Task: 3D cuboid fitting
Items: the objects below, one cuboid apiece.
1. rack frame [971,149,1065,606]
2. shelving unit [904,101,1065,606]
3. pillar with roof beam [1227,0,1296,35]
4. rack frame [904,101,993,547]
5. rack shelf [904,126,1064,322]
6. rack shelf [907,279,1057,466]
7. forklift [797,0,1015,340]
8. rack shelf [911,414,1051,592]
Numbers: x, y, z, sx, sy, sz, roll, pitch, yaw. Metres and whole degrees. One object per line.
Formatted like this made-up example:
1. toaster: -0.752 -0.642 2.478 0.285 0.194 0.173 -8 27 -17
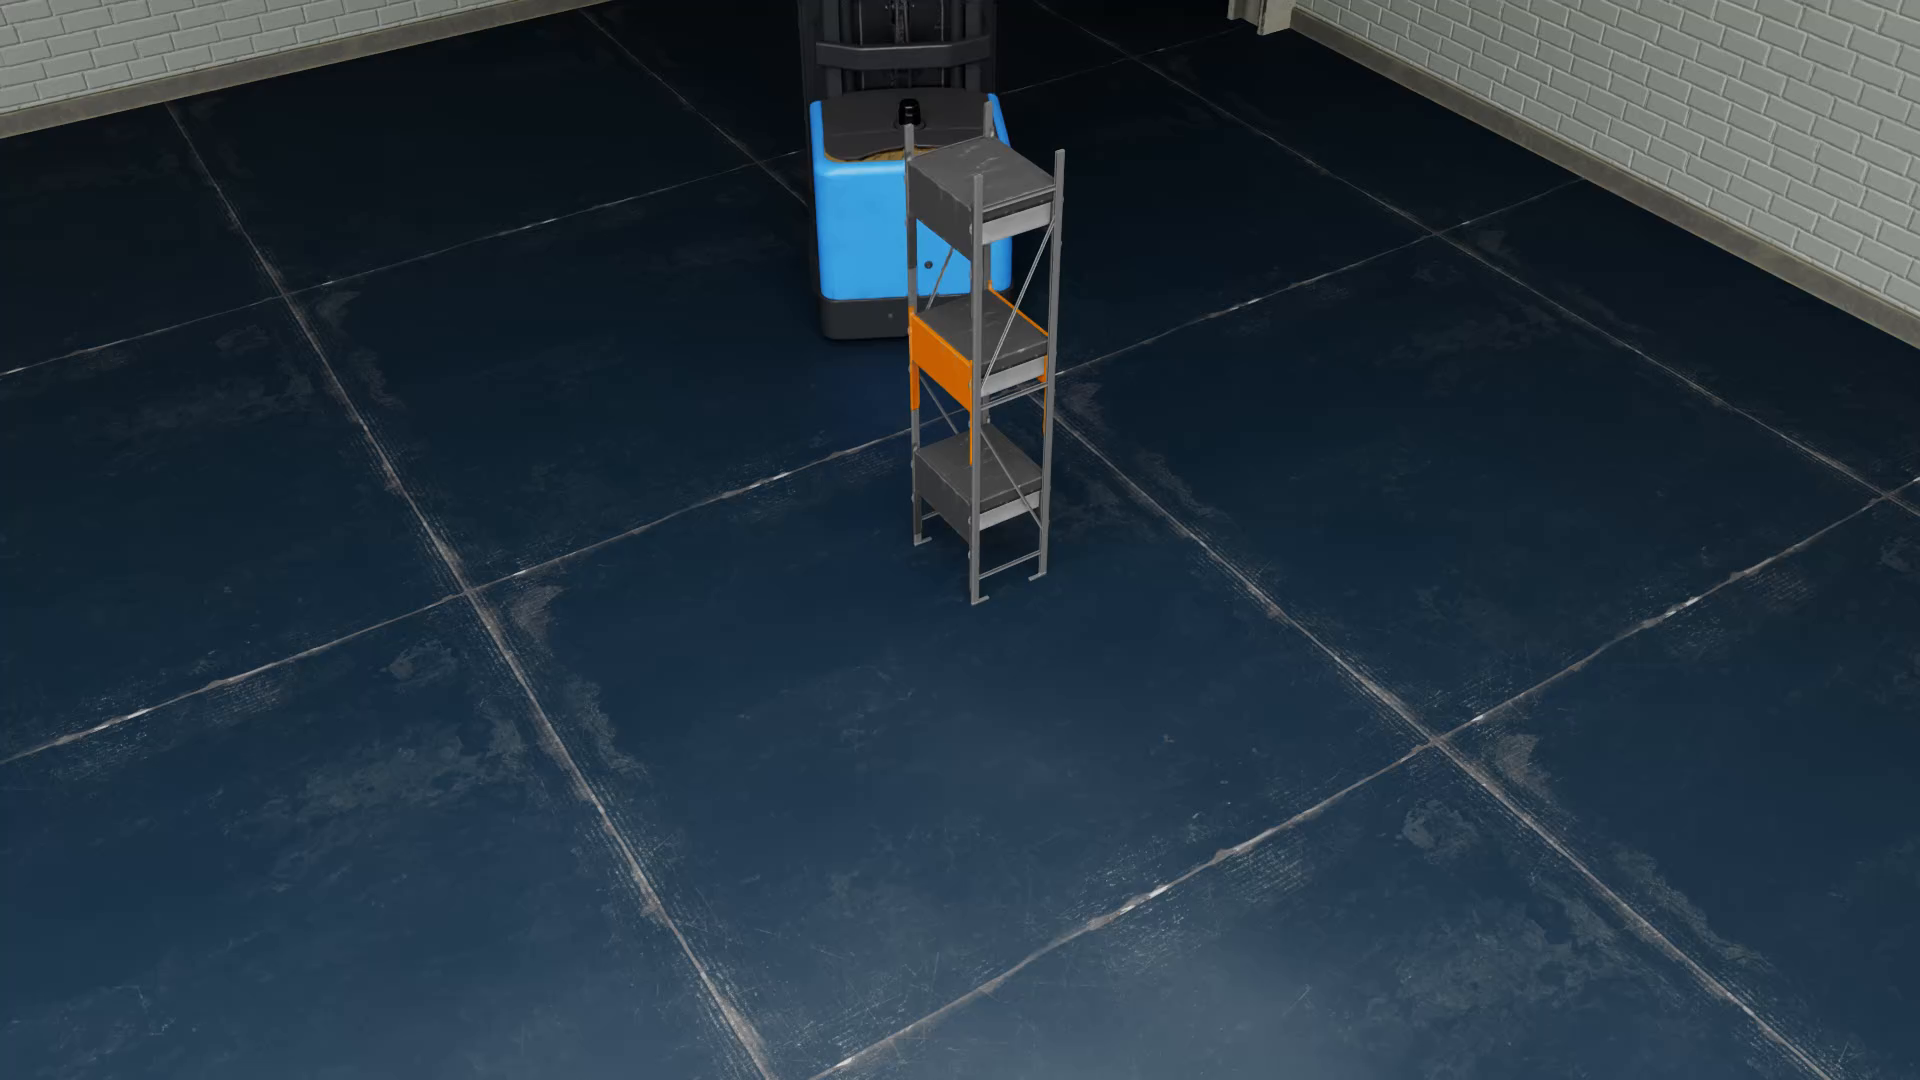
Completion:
1. rack frame: 0.220 -0.586 6.813 0.400 2.100 0.015 -22 45 -24
2. shelving unit: 0.089 -0.717 6.971 0.431 2.100 0.503 -22 45 -24
3. pillar with roof beam: -1.399 -5.832 7.719 9.100 9.000 0.400 -22 45 -24
4. rack frame: -0.042 -0.849 7.129 0.400 2.100 0.015 -22 45 -24
5. rack shelf: 0.089 -1.245 6.531 0.431 0.518 0.480 -22 45 -24
6. rack shelf: 0.089 -0.707 6.979 0.431 0.518 0.480 -22 45 -24
7. forklift: -0.368 -3.138 9.226 1.130 2.935 3.031 -4 40 -4
8. rack shelf: 0.089 -0.169 7.427 0.431 0.518 0.480 -22 45 -24
